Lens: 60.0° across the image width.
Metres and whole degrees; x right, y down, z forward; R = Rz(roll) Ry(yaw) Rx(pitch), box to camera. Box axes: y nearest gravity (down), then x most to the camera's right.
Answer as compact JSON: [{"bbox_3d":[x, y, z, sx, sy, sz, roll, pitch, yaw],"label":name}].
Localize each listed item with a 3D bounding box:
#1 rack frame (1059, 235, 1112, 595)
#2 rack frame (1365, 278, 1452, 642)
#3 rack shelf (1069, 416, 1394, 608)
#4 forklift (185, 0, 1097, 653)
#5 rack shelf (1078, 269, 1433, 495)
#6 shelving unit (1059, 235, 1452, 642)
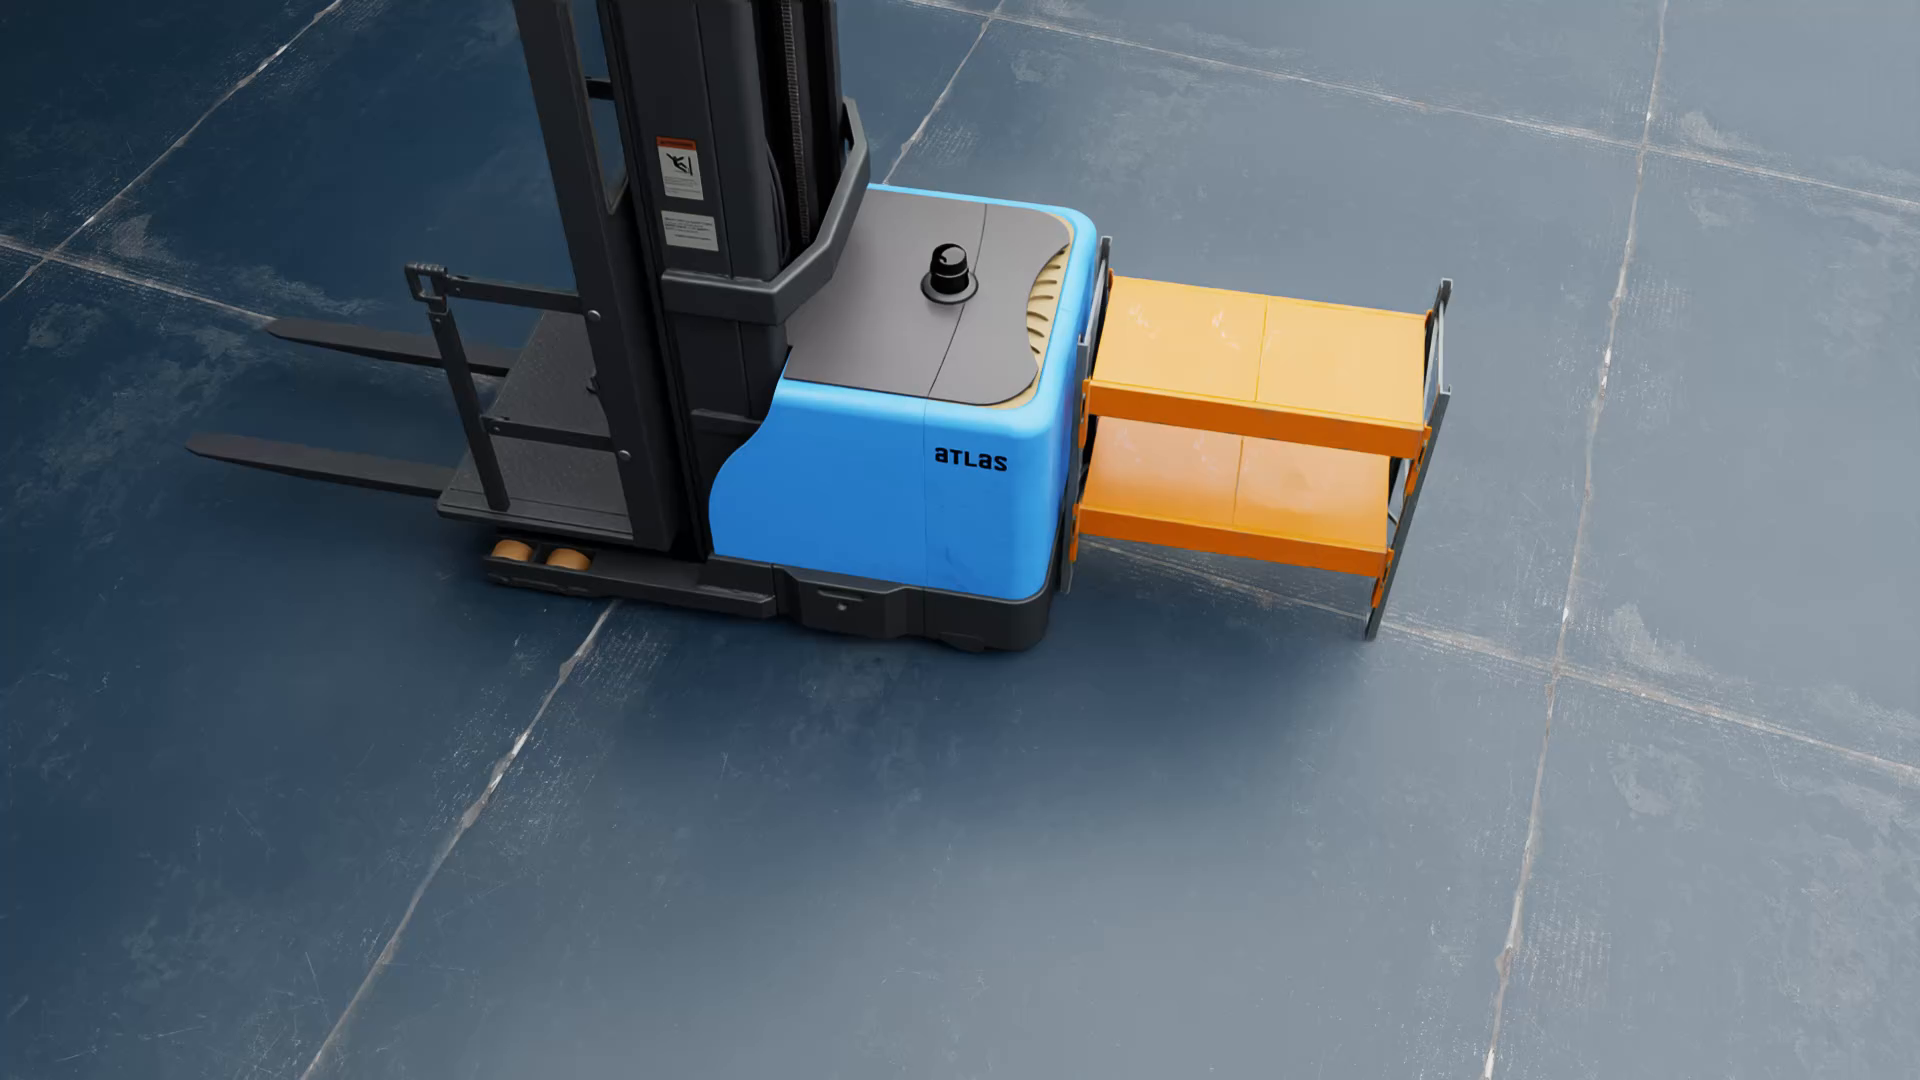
[{"bbox_3d":[0.399,-0.372,5.328,0.032,1.125,0.500,9,50,7],"label":"rack frame"},{"bbox_3d":[1.396,-0.222,5.198,0.032,1.125,0.500,9,50,7],"label":"rack frame"},{"bbox_3d":[0.897,-0.137,5.448,1.000,0.278,0.538,9,50,7],"label":"rack shelf"},{"bbox_3d":[-1.126,-1.157,4.813,3.031,2.935,1.130,9,50,7],"label":"forklift"},{"bbox_3d":[0.897,-0.489,5.042,1.000,0.278,0.538,9,50,7],"label":"rack shelf"},{"bbox_3d":[0.897,-0.297,5.263,1.048,1.125,0.538,9,50,7],"label":"shelving unit"}]
